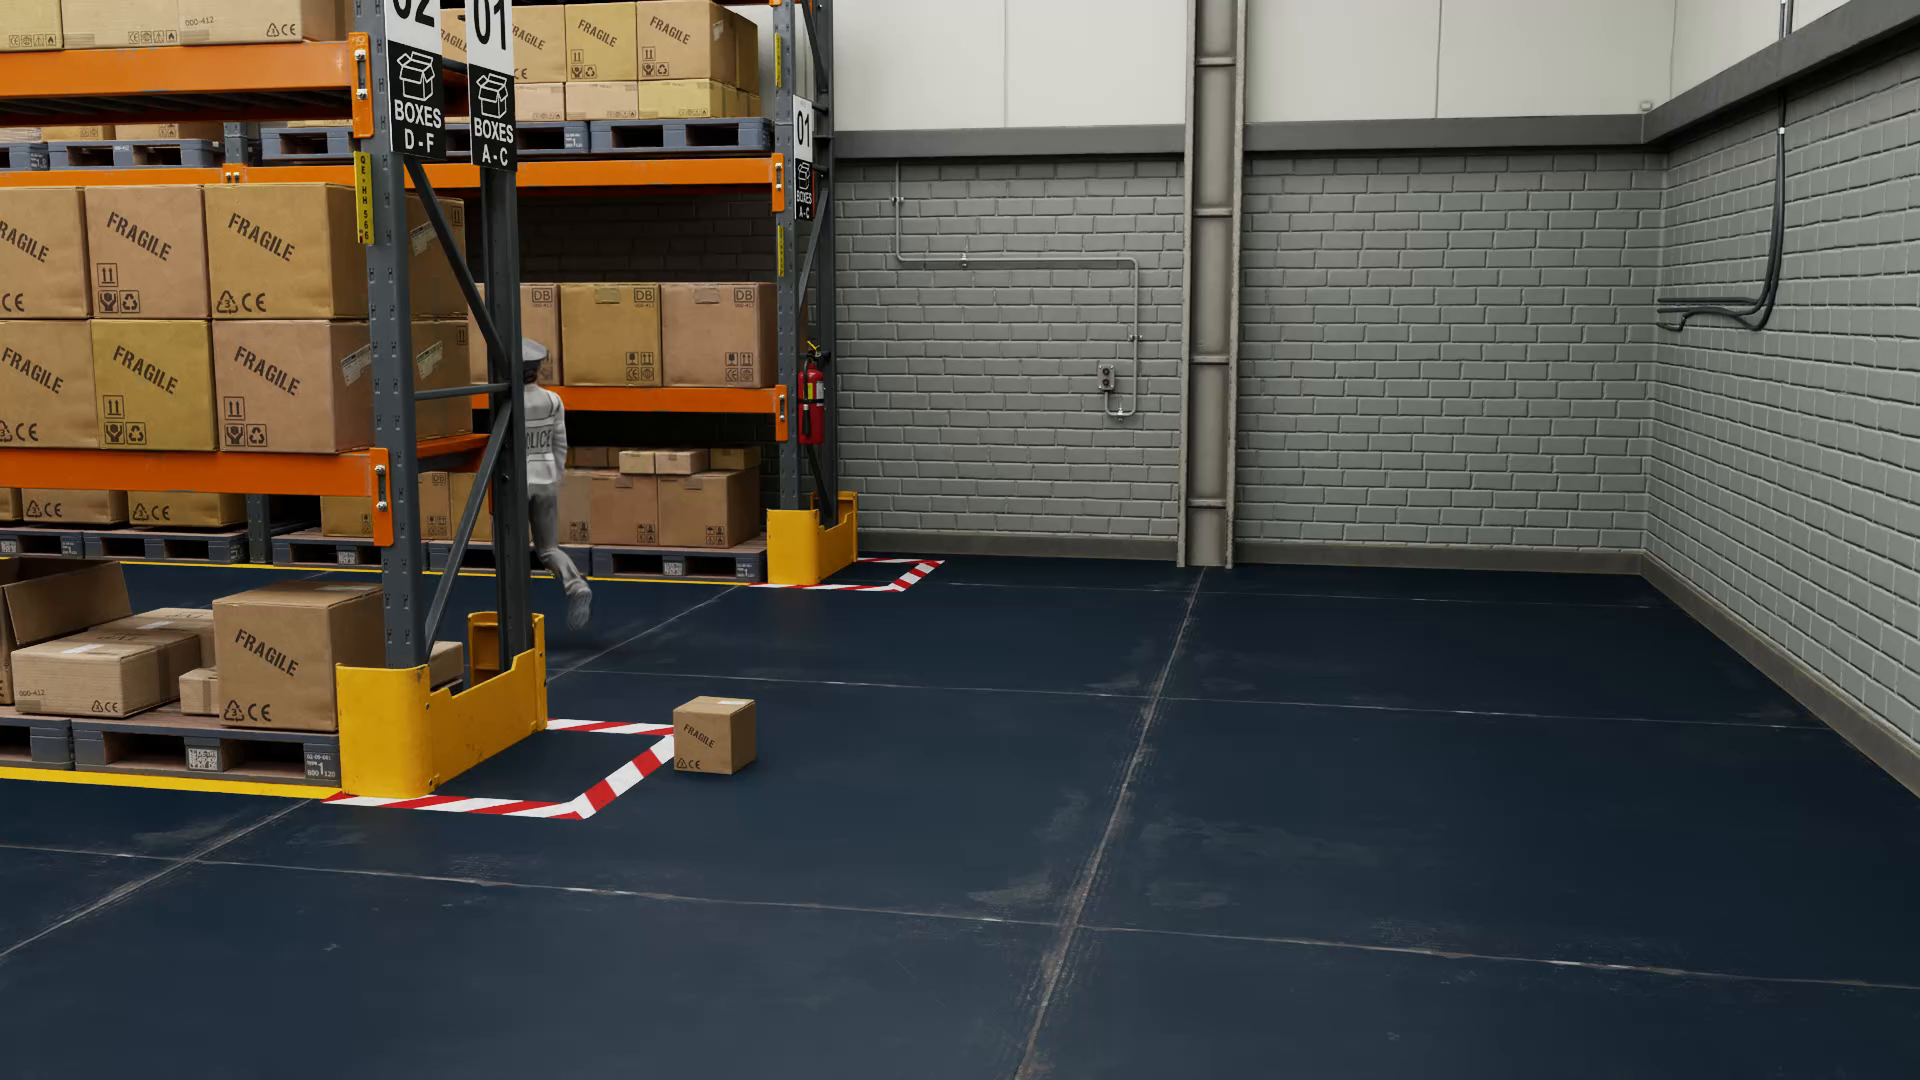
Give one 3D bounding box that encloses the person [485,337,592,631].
[{"bbox_3d":[-2.372,-0.287,9.171,0.497,1.658,0.790,-7,11,-42],"label":"person"}]
